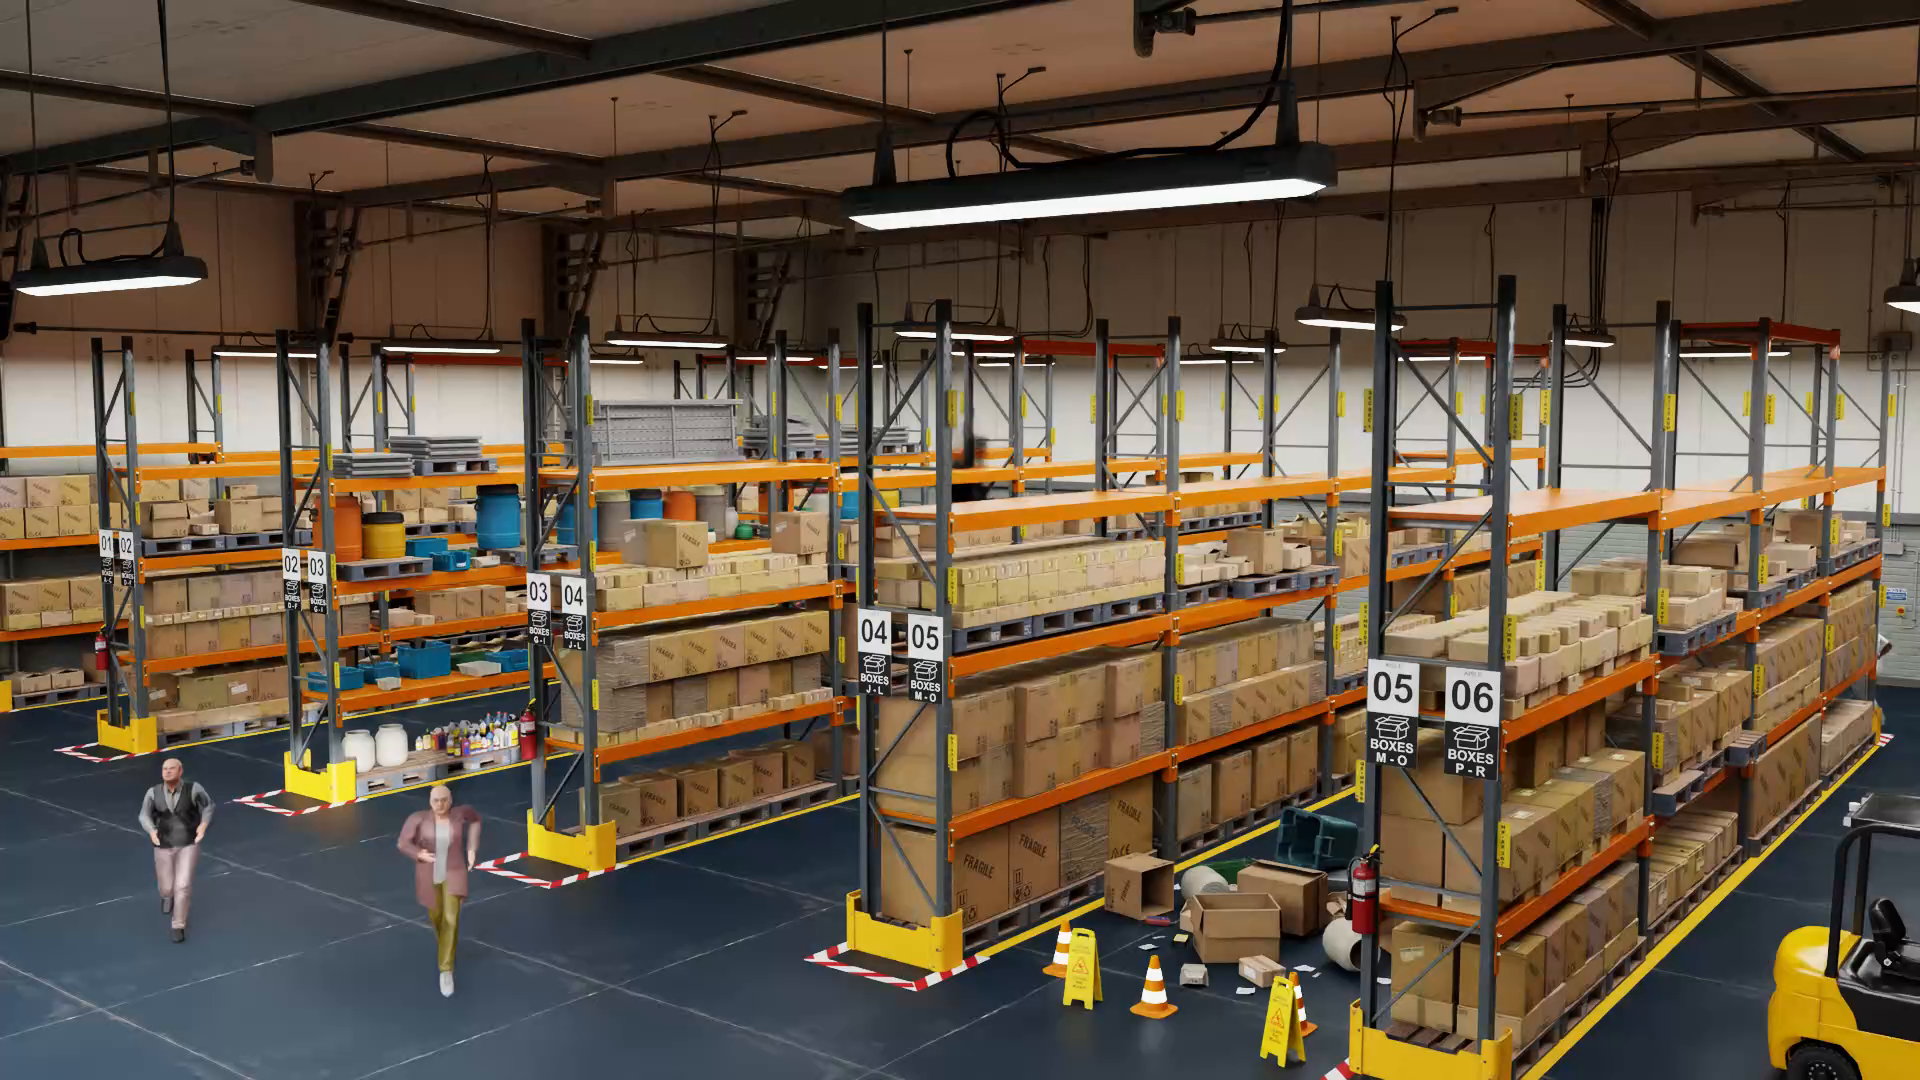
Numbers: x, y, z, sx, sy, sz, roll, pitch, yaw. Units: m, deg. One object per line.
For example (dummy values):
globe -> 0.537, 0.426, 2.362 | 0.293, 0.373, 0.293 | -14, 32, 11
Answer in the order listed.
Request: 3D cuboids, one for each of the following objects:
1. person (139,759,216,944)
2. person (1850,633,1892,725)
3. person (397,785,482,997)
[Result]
person -> -7.523, 2.938, 16.009 | 0.669, 1.719, 0.819 | -2, 5, -18
person -> 14.095, 2.046, 25.990 | 0.728, 1.734, 0.632 | -2, 5, -24
person -> -4.599, 3.013, 14.771 | 0.677, 1.796, 1.120 | -1, 5, -13
